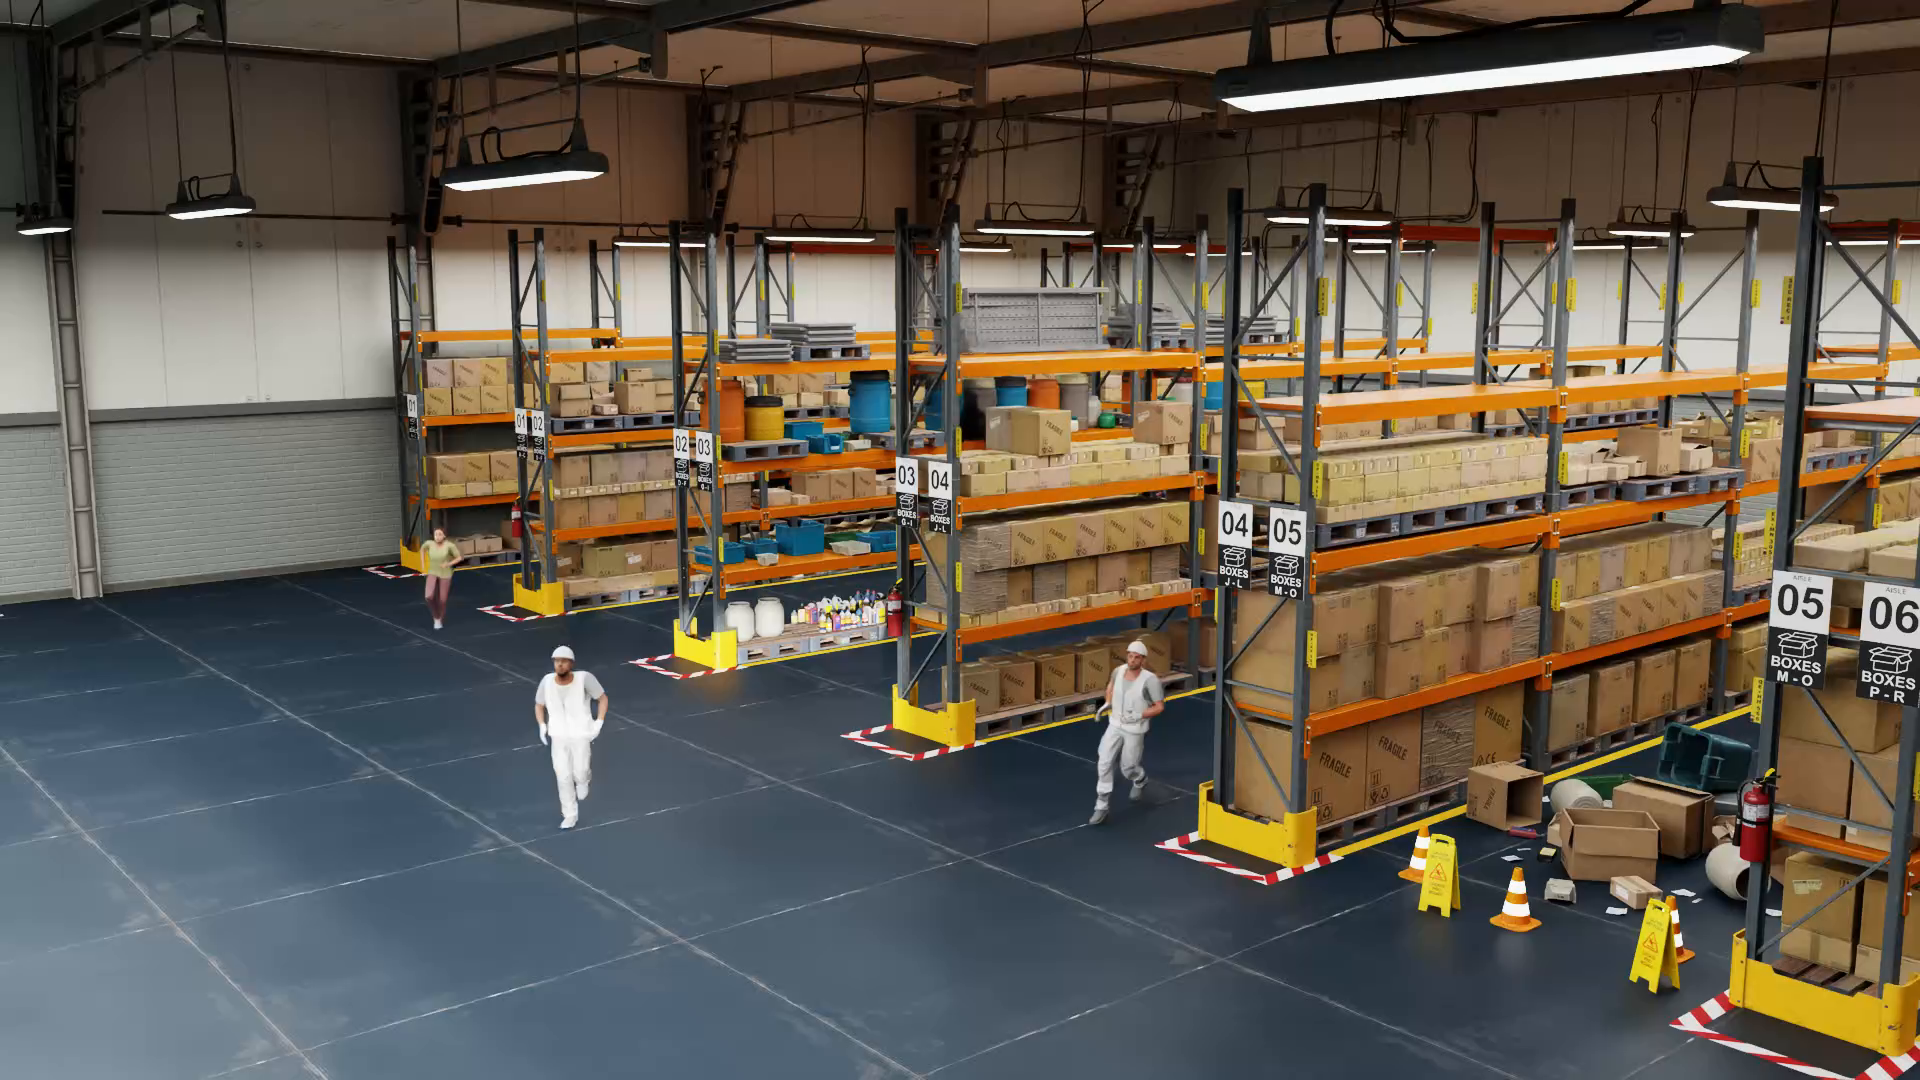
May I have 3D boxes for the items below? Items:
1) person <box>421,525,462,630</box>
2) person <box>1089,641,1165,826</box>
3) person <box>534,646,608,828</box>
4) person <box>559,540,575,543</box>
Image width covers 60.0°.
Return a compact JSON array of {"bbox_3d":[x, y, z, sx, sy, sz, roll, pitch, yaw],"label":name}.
[{"bbox_3d":[-7.816,0.552,25.102,0.617,1.606,0.748,-1,9,-8],"label":"person"},{"bbox_3d":[1.657,1.840,16.142,0.704,1.780,0.903,6,11,35],"label":"person"},{"bbox_3d":[-3.740,1.861,16.034,0.693,1.753,0.664,0,9,-1],"label":"person"},{"bbox_3d":[-6.797,0.001,28.575,0.584,1.550,0.577,-8,12,-43],"label":"person"}]
